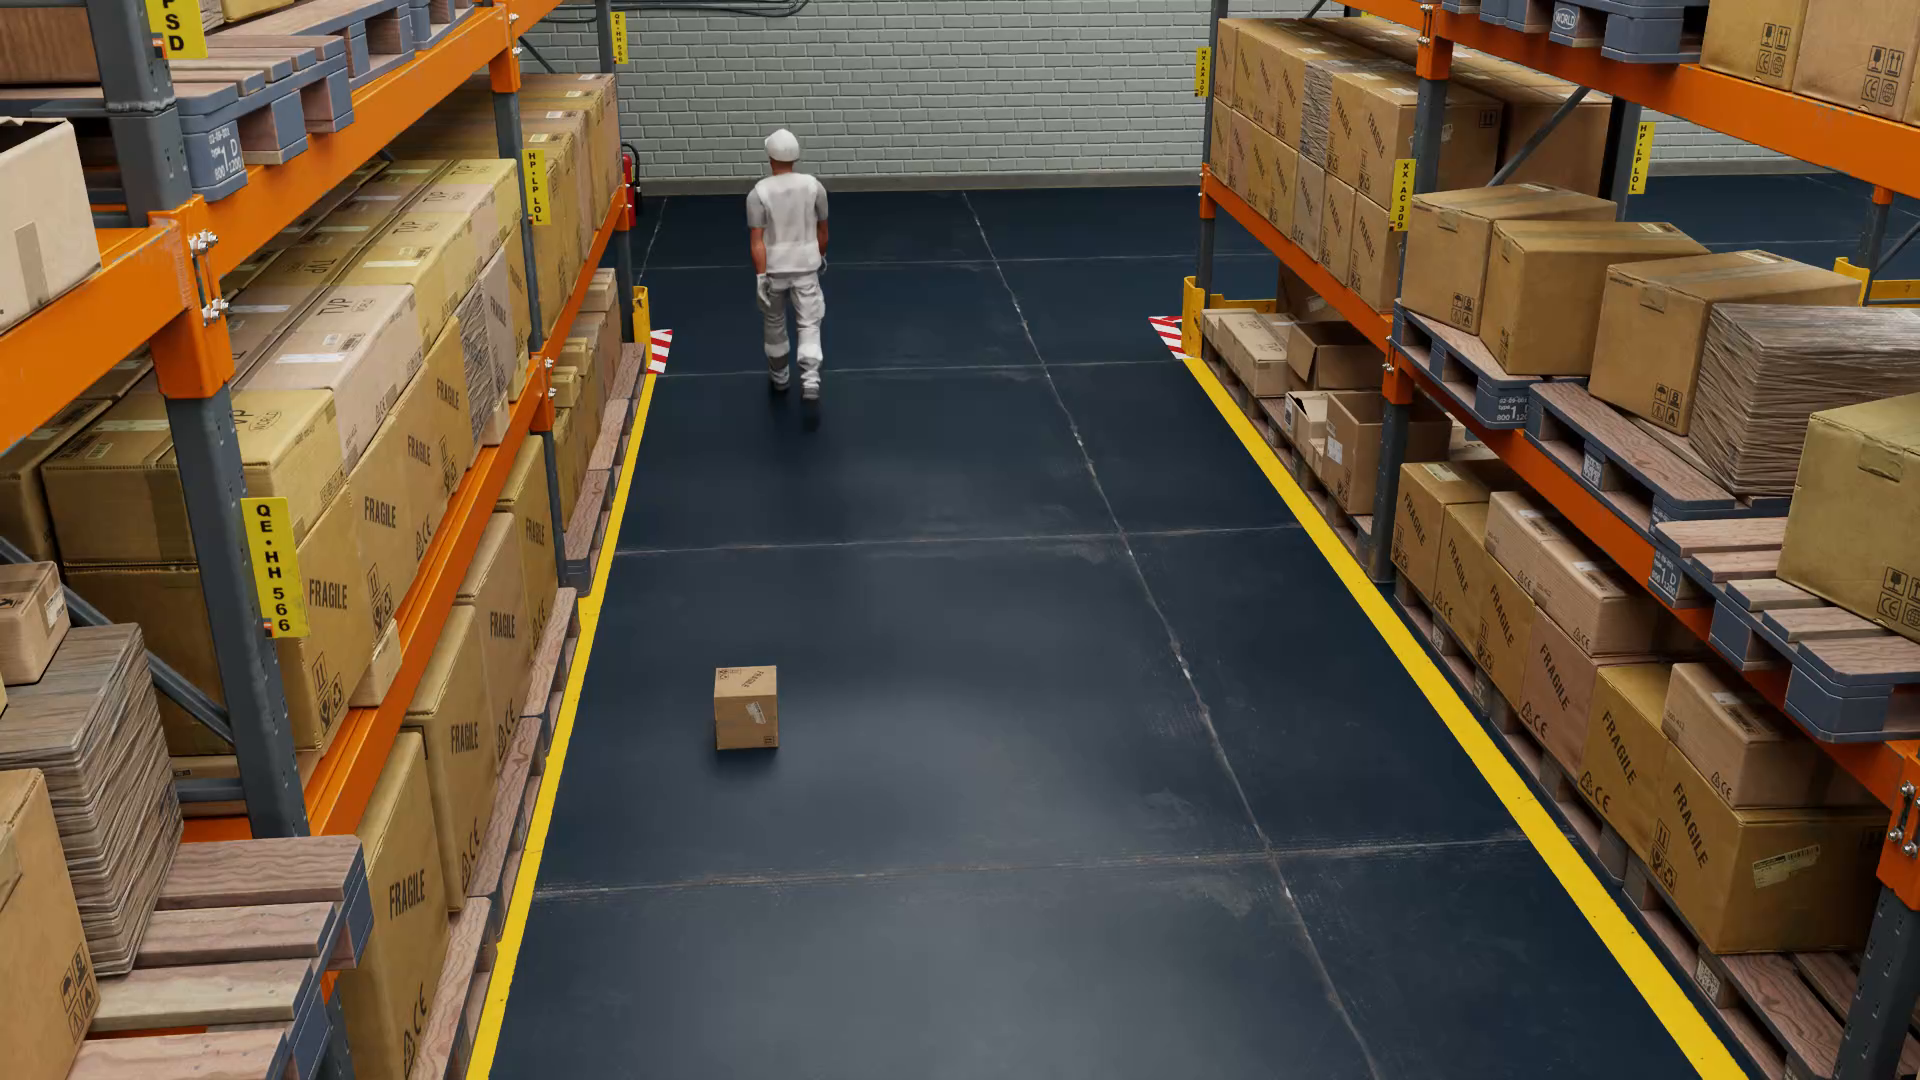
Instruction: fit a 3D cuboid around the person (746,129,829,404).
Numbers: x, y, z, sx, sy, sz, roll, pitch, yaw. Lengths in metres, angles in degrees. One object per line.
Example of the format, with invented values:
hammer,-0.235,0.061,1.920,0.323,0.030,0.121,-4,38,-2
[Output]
person,-1.076,-1.715,10.520,0.521,1.752,1.003,-4,24,-9
